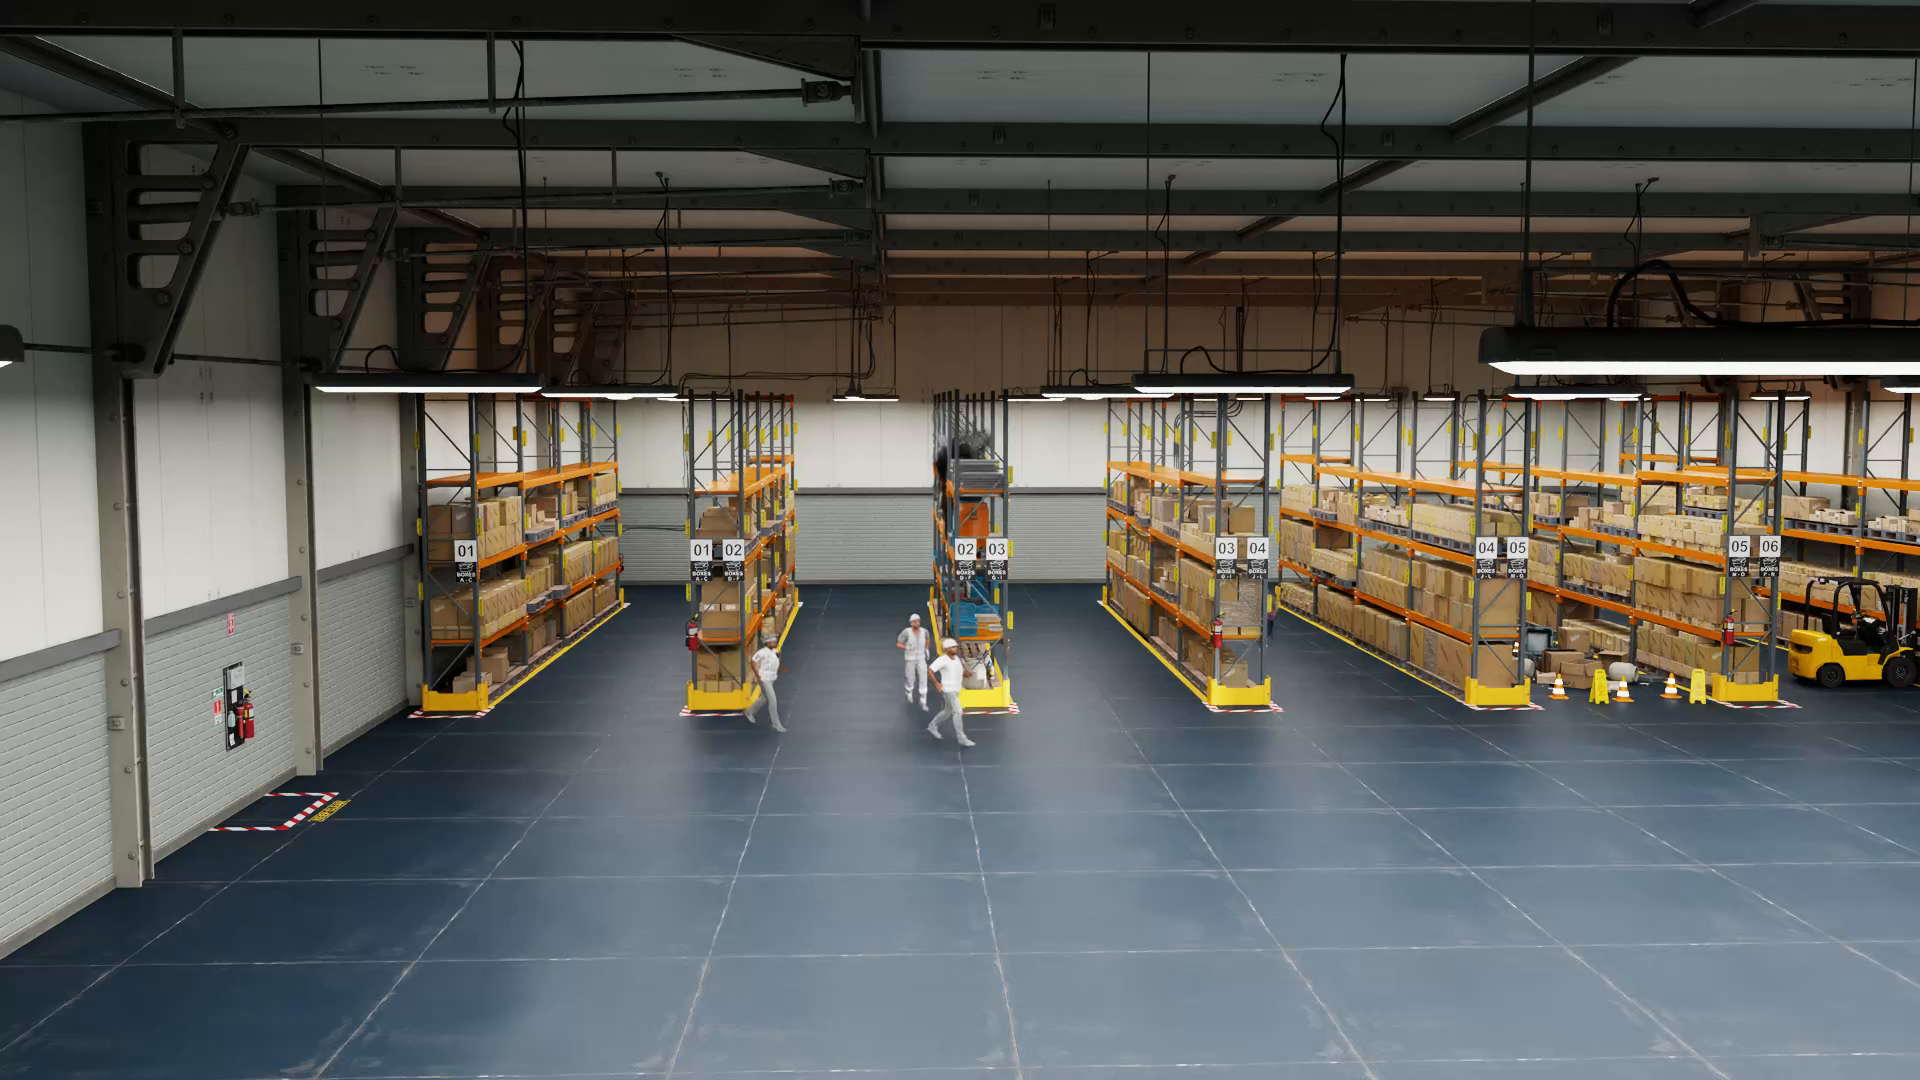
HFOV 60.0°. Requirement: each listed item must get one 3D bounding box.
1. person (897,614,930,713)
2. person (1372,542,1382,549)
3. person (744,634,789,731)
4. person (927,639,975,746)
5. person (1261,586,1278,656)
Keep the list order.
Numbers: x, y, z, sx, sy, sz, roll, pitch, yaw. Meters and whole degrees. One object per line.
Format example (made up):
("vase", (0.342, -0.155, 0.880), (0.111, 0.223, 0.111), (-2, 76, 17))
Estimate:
("person", (-0.856, 2.280, 31.280), (0.683, 1.808, 0.937), (-1, 5, -15))
("person", (12.407, 0.886, 49.254), (0.760, 1.631, 0.613), (0, 5, -4))
("person", (-3.446, 2.493, 29.387), (0.935, 1.707, 0.534), (2, 5, 25))
("person", (-0.148, 2.532, 27.920), (0.966, 1.760, 0.705), (2, 5, 27))
("person", (7.015, 1.823, 38.120), (0.538, 1.607, 0.739), (0, 5, -2))
